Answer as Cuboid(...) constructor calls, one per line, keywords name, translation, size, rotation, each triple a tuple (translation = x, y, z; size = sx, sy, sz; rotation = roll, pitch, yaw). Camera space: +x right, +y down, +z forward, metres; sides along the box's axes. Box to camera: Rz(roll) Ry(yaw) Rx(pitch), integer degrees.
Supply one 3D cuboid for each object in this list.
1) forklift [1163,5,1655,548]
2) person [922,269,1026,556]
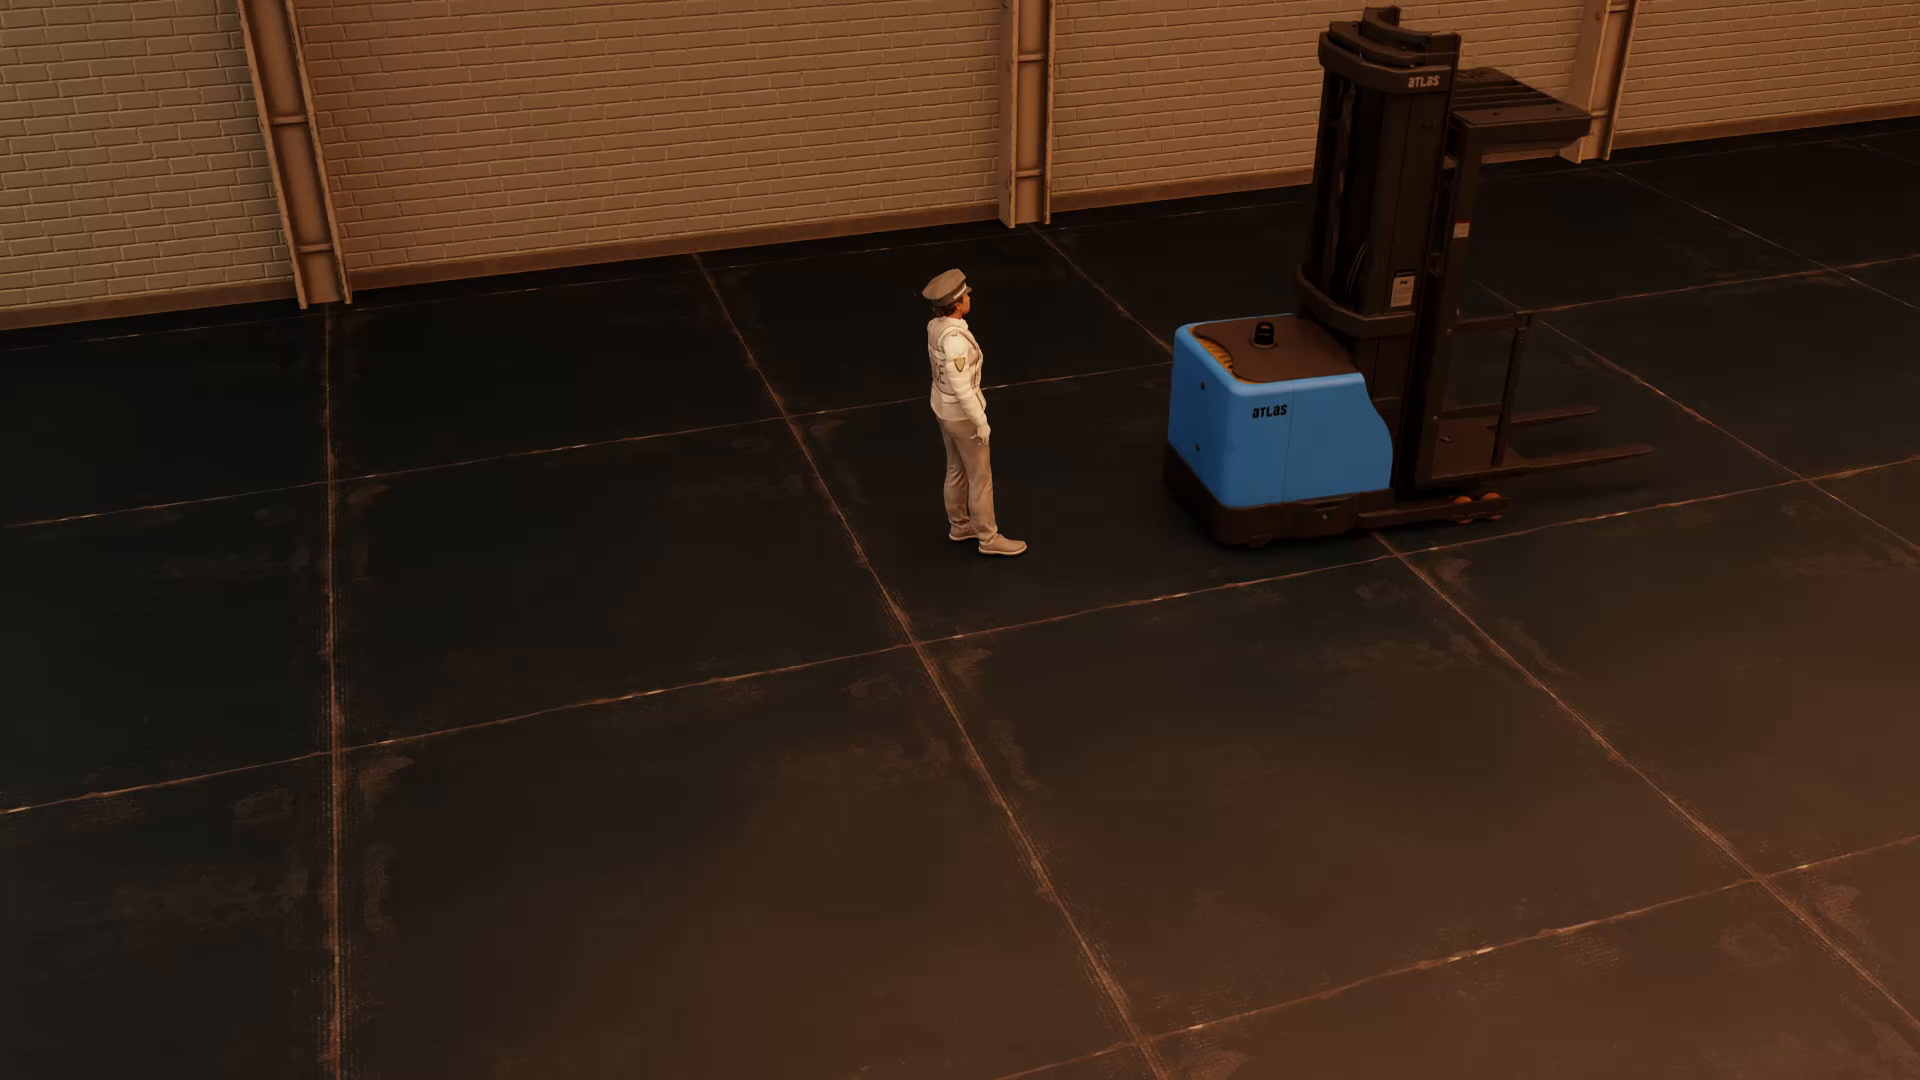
Cuboid(name="forklift", translation=(2.872, -1.615, 9.894), size=(3.031, 2.935, 1.130), rotation=(-8, 31, -13))
Cuboid(name="person", translation=(0.067, -0.748, 9.614), size=(0.531, 1.695, 0.587), rotation=(-10, 31, -16))
